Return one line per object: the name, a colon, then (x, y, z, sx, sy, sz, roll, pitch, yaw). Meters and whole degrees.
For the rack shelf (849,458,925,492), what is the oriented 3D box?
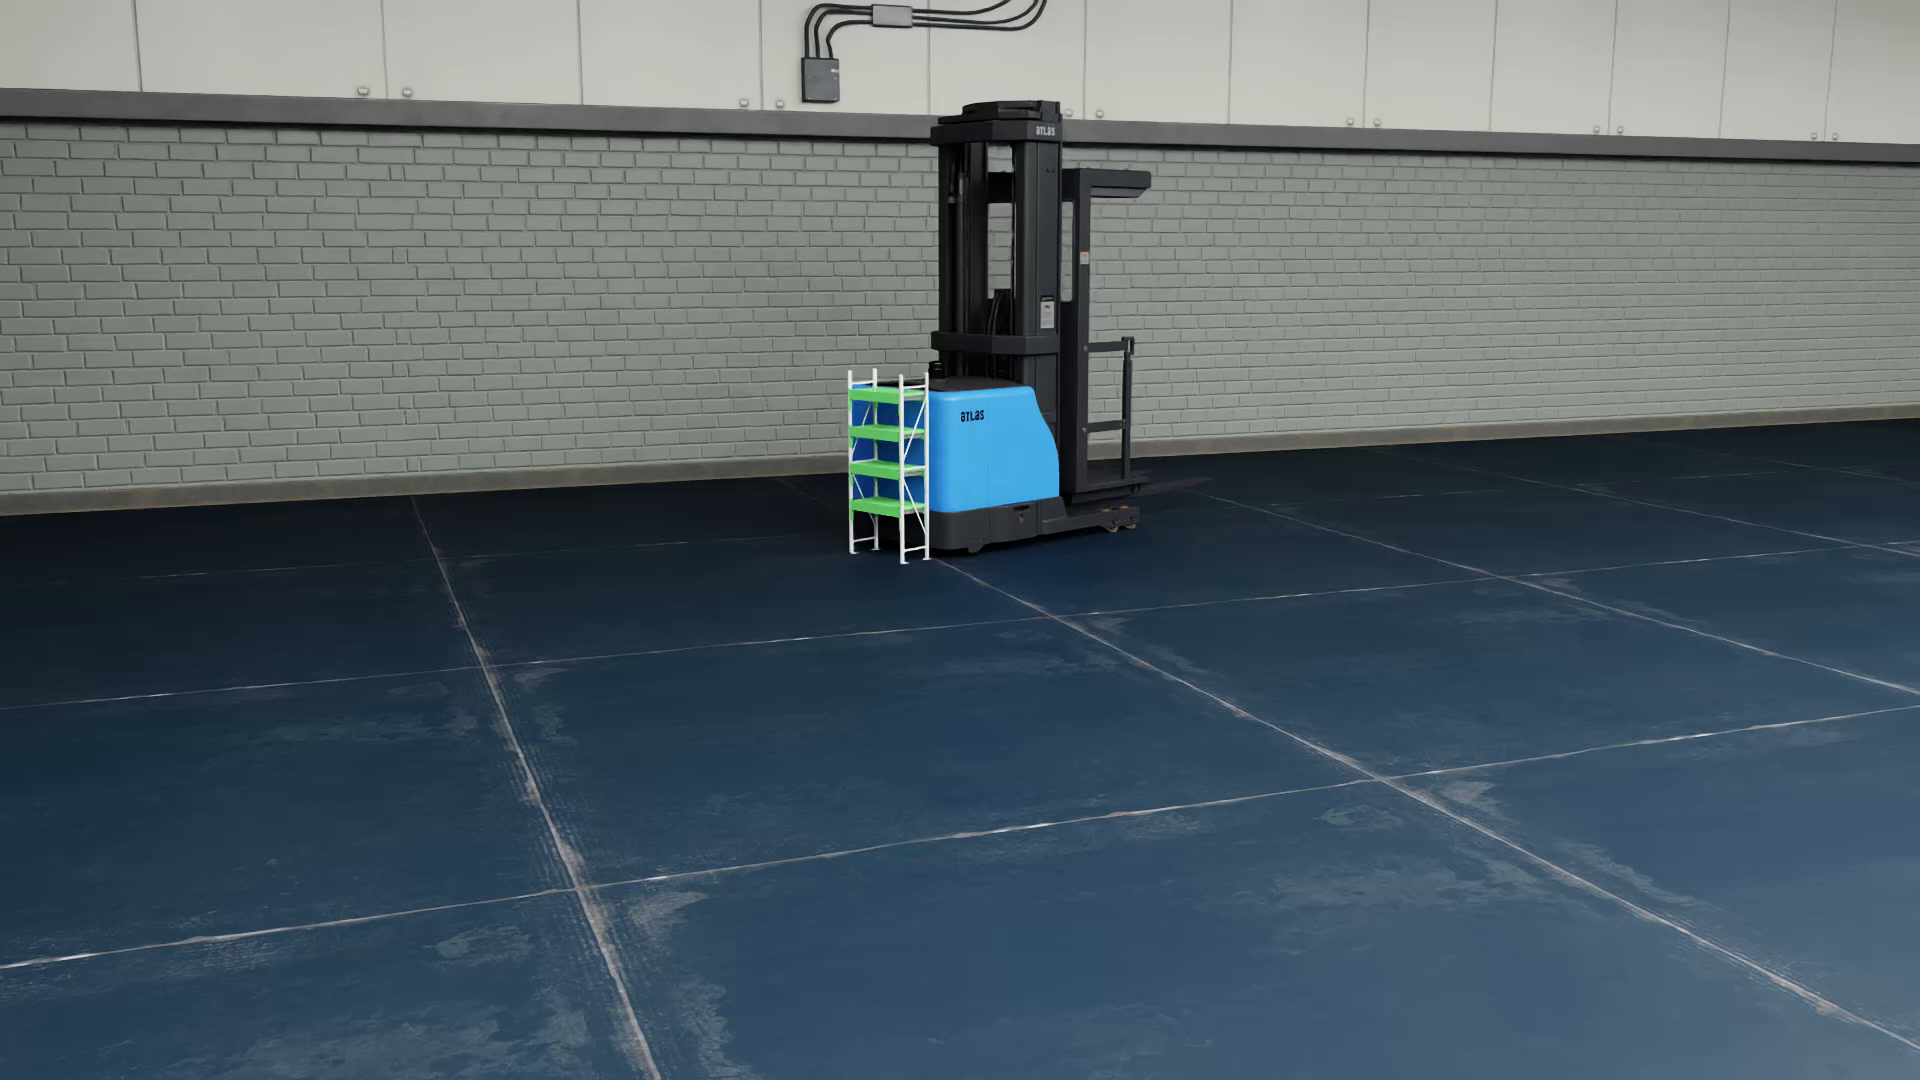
rack shelf: (-0.461, -0.420, 10.718, 0.258, 0.148, 0.480, -10, 14, -44)

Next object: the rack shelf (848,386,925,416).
rack shelf: (-0.461, -0.892, 10.634, 0.258, 0.148, 0.480, -10, 14, -44)

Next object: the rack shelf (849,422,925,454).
rack shelf: (-0.461, -0.656, 10.676, 0.258, 0.148, 0.480, -10, 14, -44)

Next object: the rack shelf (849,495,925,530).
rack shelf: (-0.461, -0.183, 10.760, 0.258, 0.148, 0.480, -10, 14, -44)

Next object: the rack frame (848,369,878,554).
rack frame: (-0.634, -0.513, 10.877, 0.240, 1.200, 0.015, -10, 14, -44)

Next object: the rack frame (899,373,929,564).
rack frame: (-0.289, -0.452, 10.537, 0.240, 1.200, 0.015, -10, 14, -44)

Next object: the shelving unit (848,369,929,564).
shelving unit: (-0.461, -0.483, 10.707, 0.258, 1.200, 0.503, -10, 14, -44)

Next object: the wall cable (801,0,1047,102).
wall cable: (-0.245, -6.749, 13.955, 2.305, 6.003, 0.169, -4, 11, -21)

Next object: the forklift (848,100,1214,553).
forklift: (0.641, -1.553, 11.782, 3.031, 2.935, 1.130, -10, 14, -44)
